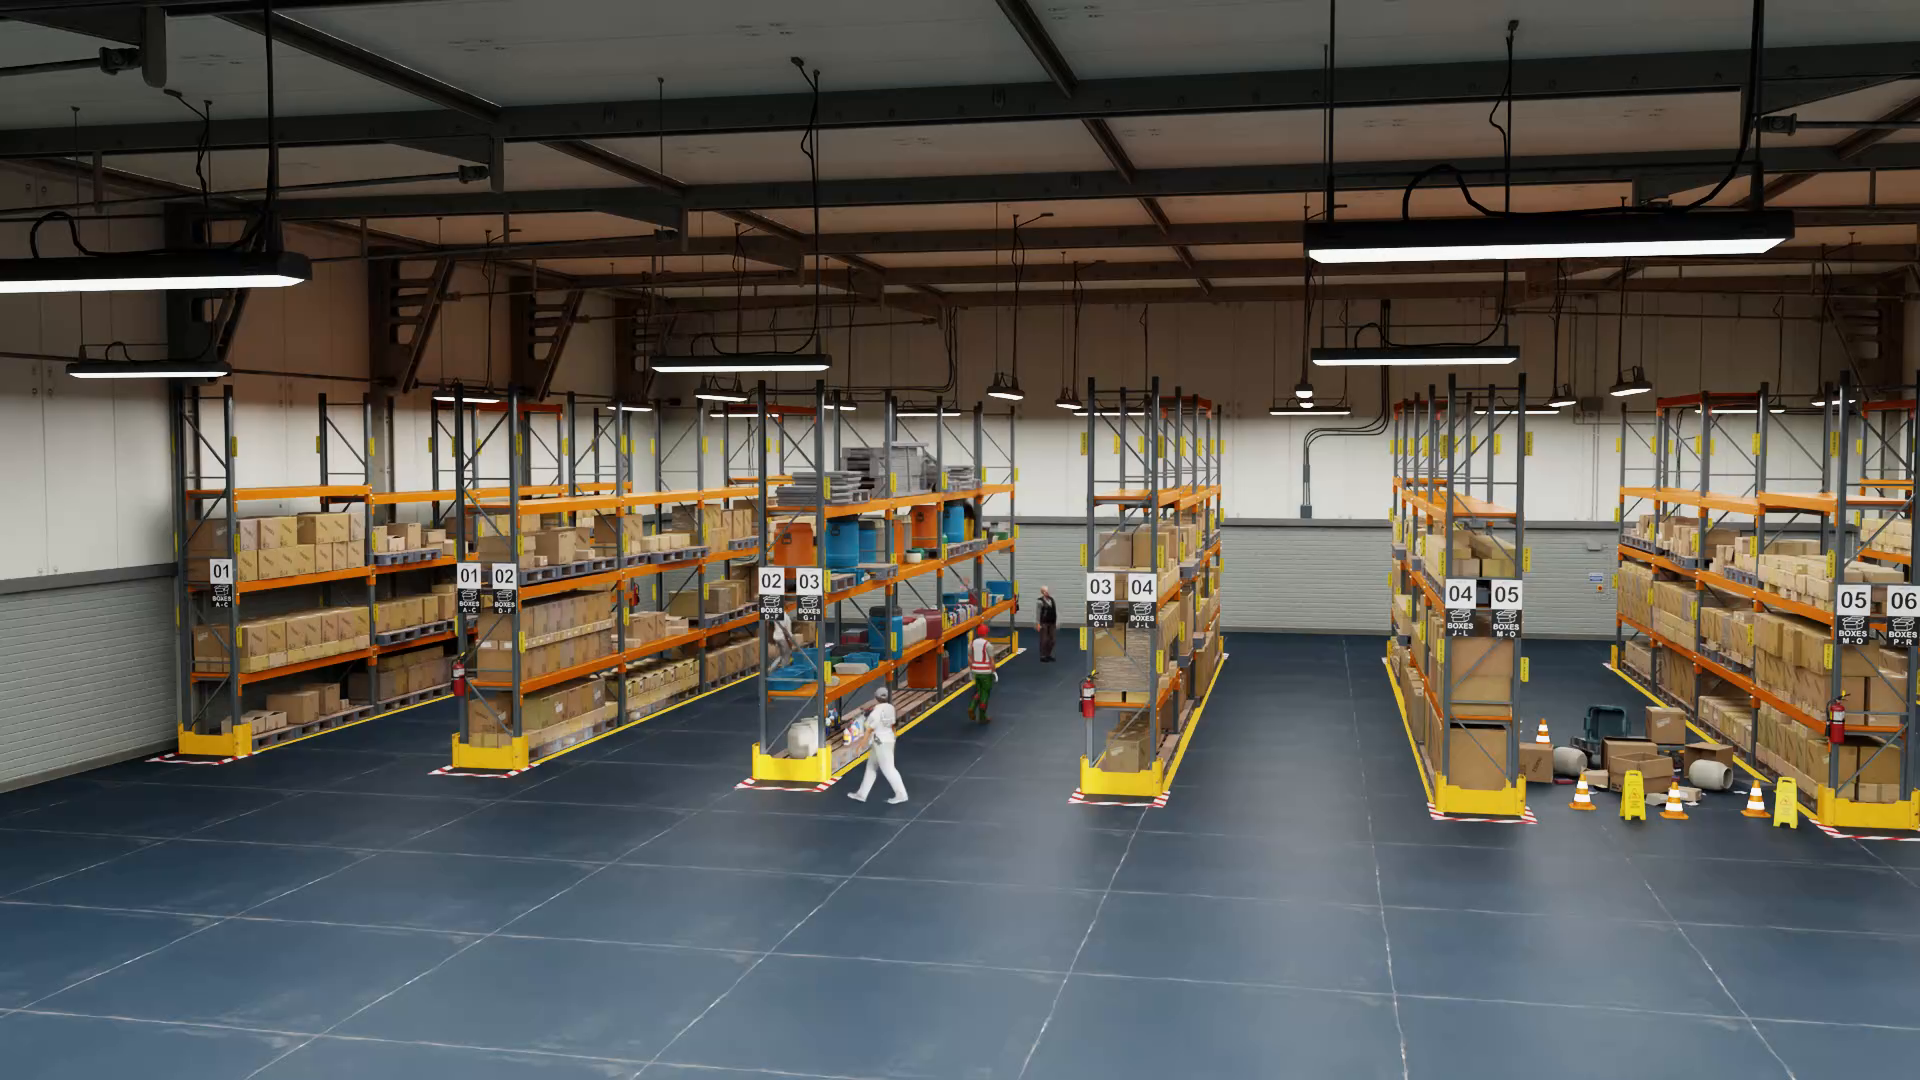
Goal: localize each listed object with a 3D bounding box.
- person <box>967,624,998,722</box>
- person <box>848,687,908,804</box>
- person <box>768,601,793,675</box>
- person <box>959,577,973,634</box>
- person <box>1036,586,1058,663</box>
[{"bbox_3d":[0.399,2.409,30.100,0.497,1.782,0.541,-3,4,-40],"label":"person"},{"bbox_3d":[-1.165,2.869,23.315,0.863,1.622,0.479,0,3,3],"label":"person"},{"bbox_3d":[-3.686,2.058,34.293,0.543,1.756,0.584,-2,4,-36],"label":"person"},{"bbox_3d":[0.134,1.777,43.358,0.574,1.614,0.566,1,3,18],"label":"person"},{"bbox_3d":[1.954,1.905,37.644,0.587,1.726,0.432,-2,4,-31],"label":"person"}]
